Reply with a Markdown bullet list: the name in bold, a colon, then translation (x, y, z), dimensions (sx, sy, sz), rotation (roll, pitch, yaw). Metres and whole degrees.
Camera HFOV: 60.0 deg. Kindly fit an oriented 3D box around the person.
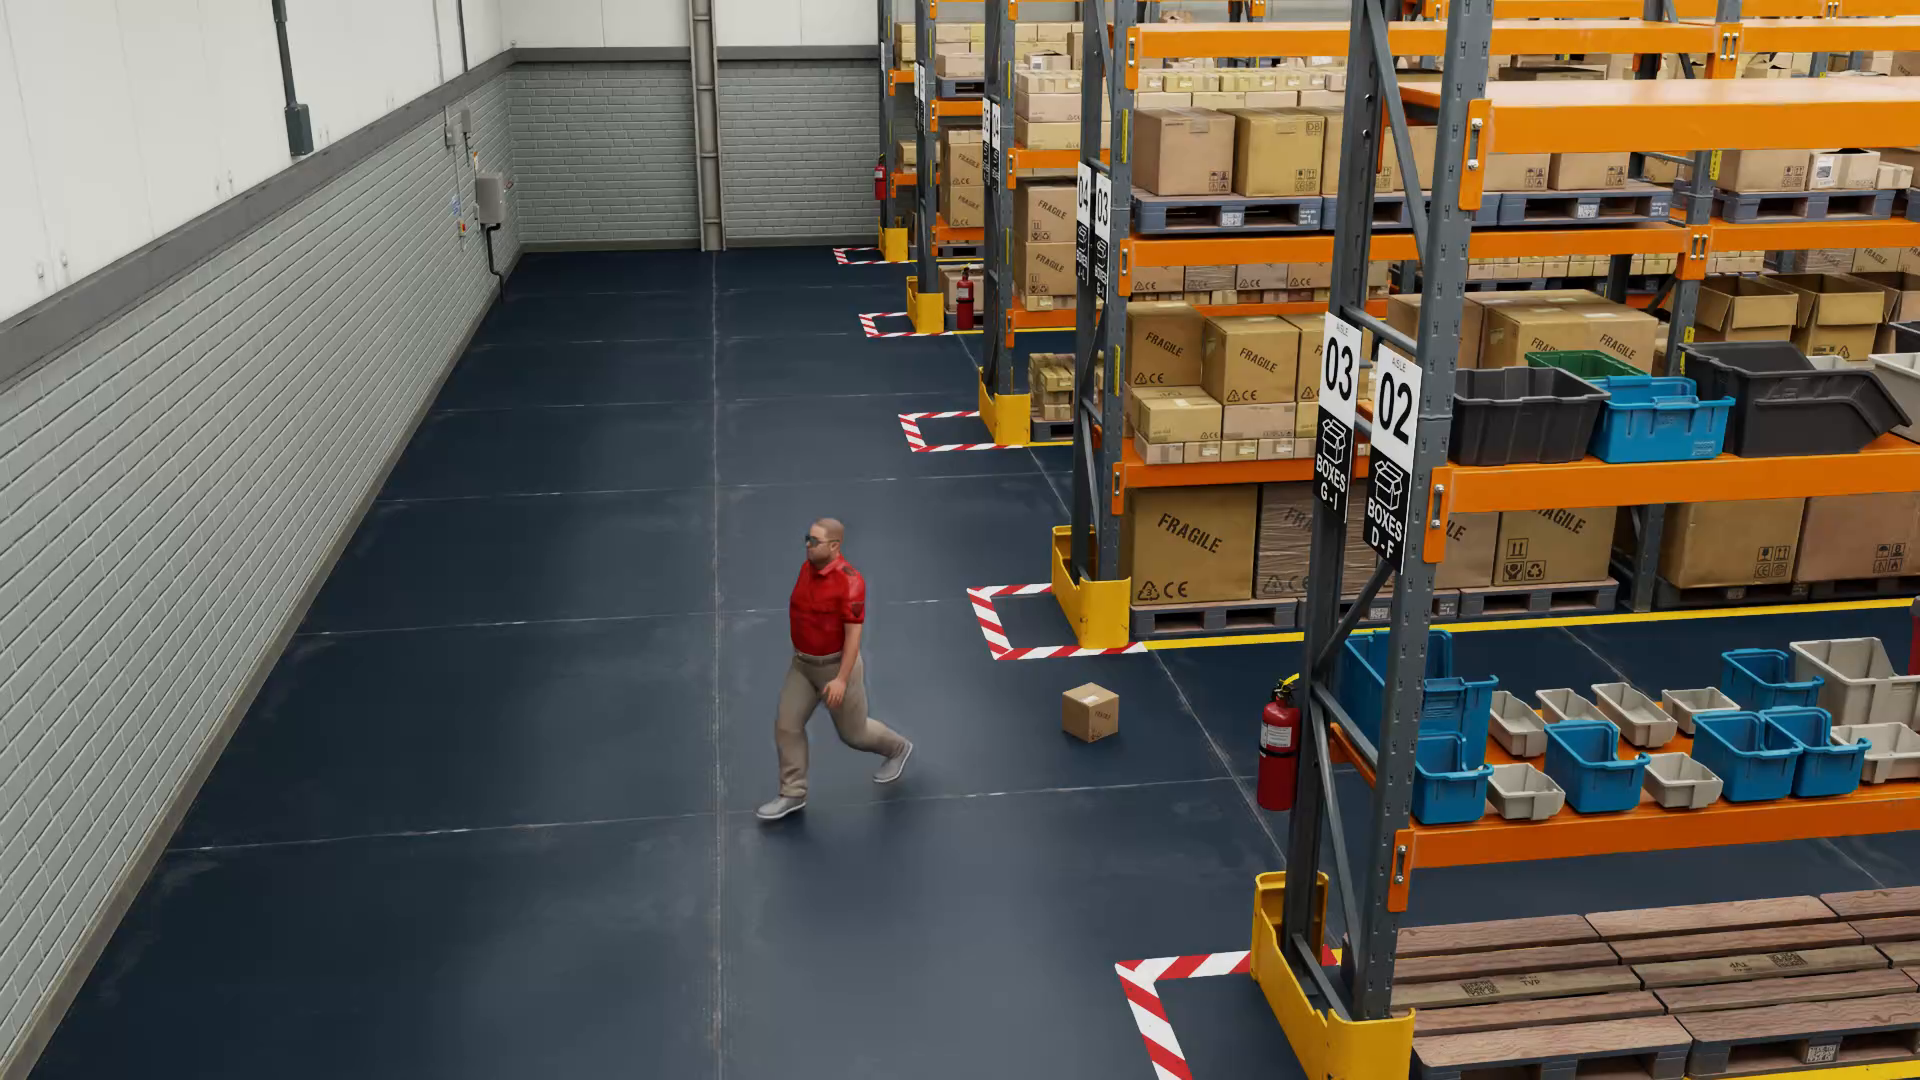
- **person**: translation (-0.716, 0.684, 9.186), dimensions (0.531, 1.678, 0.975), rotation (18, 27, 41)
